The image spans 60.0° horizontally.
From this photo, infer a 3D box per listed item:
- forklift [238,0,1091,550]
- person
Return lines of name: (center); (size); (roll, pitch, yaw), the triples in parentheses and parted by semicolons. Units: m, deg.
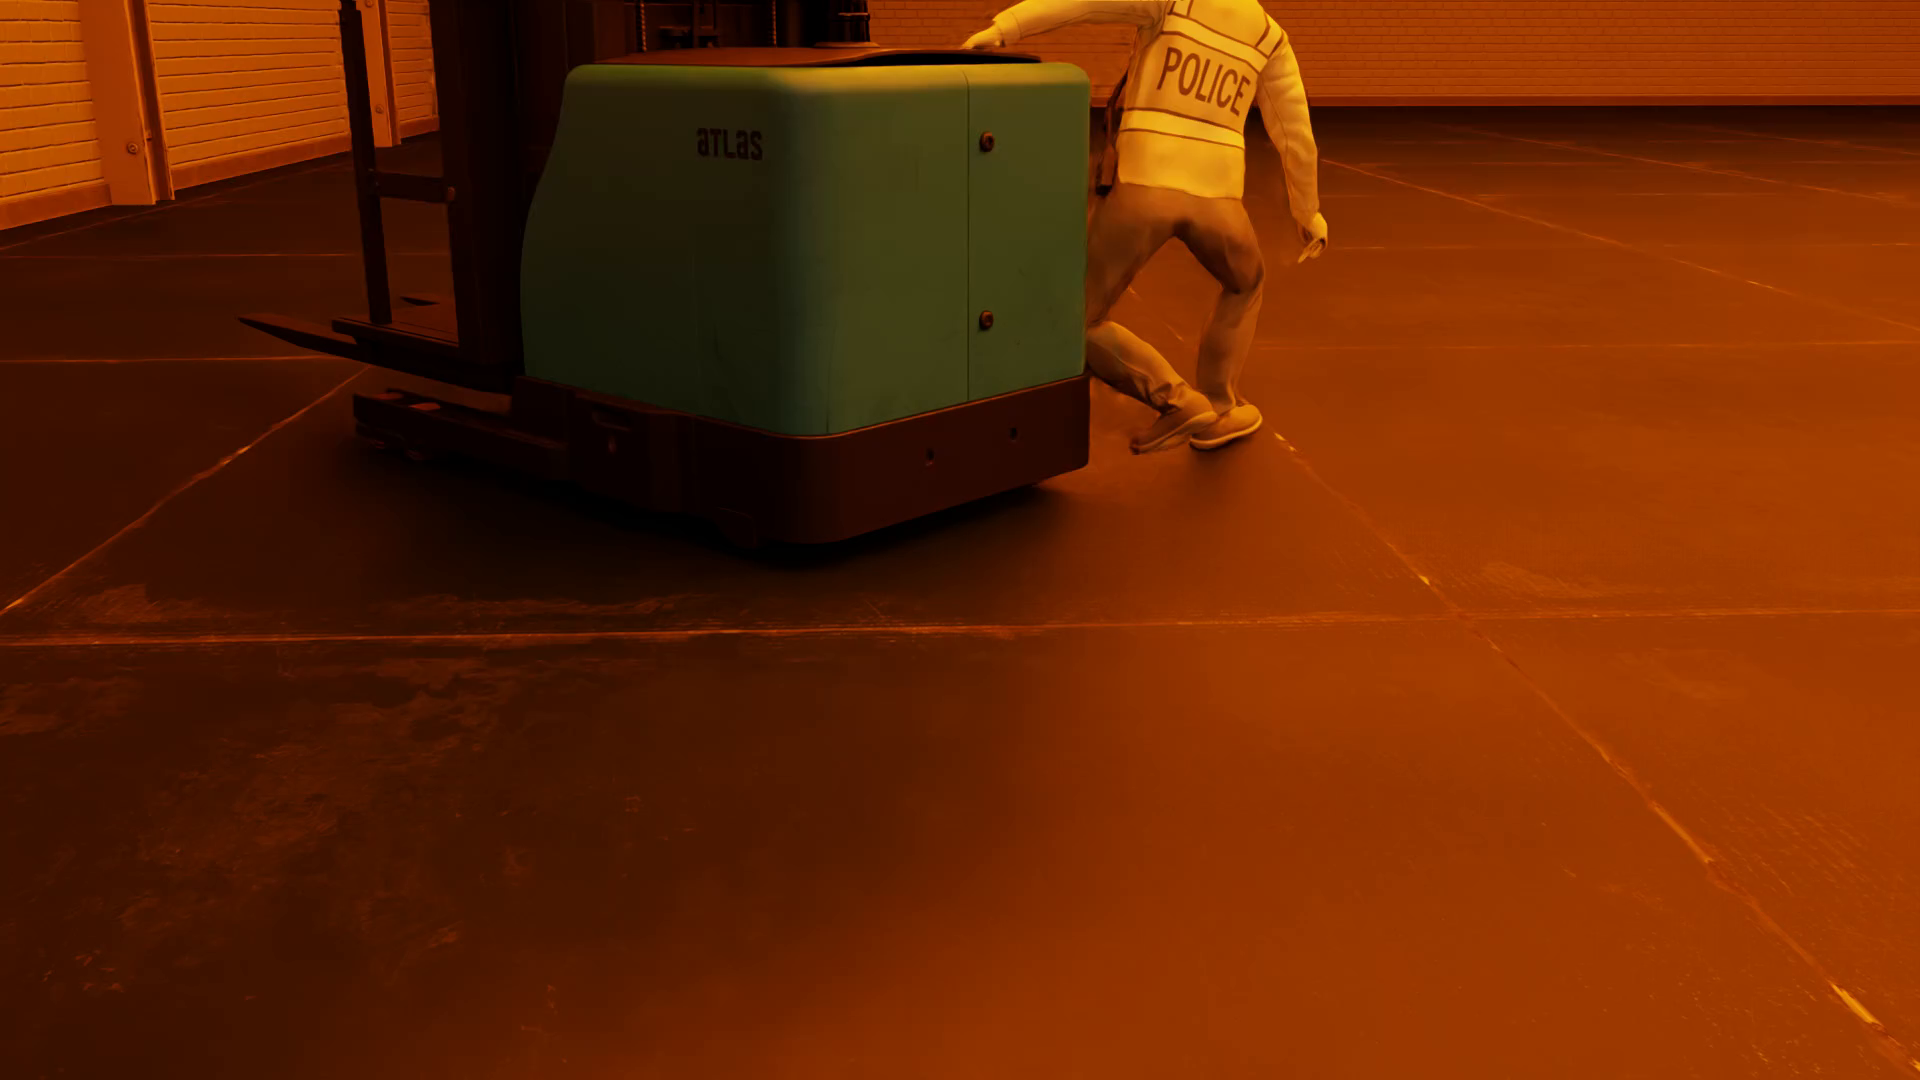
forklift: (-1.098, -1.721, 4.532); (3.031, 2.935, 1.130); (15, 22, 40)
person: (0.493, -0.906, 4.362); (1.092, 1.466, 0.700); (-3, 17, -9)
